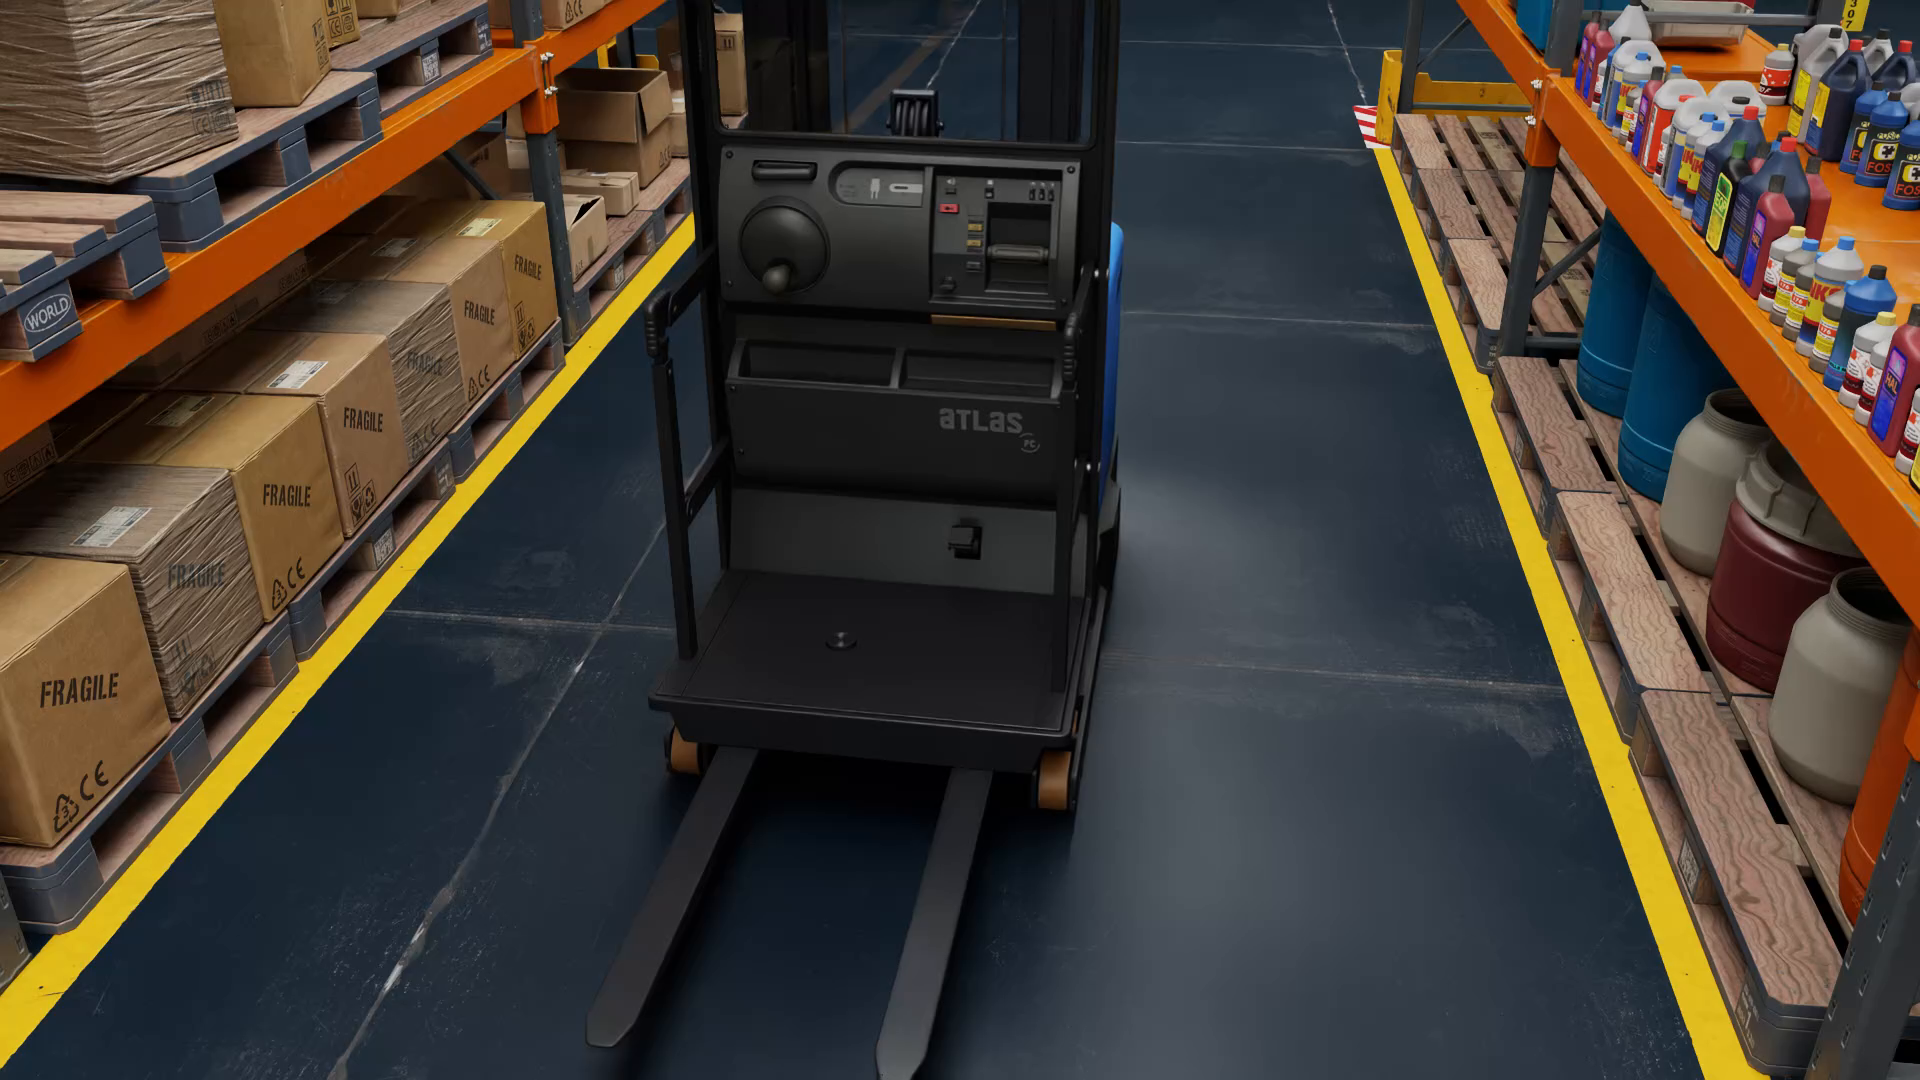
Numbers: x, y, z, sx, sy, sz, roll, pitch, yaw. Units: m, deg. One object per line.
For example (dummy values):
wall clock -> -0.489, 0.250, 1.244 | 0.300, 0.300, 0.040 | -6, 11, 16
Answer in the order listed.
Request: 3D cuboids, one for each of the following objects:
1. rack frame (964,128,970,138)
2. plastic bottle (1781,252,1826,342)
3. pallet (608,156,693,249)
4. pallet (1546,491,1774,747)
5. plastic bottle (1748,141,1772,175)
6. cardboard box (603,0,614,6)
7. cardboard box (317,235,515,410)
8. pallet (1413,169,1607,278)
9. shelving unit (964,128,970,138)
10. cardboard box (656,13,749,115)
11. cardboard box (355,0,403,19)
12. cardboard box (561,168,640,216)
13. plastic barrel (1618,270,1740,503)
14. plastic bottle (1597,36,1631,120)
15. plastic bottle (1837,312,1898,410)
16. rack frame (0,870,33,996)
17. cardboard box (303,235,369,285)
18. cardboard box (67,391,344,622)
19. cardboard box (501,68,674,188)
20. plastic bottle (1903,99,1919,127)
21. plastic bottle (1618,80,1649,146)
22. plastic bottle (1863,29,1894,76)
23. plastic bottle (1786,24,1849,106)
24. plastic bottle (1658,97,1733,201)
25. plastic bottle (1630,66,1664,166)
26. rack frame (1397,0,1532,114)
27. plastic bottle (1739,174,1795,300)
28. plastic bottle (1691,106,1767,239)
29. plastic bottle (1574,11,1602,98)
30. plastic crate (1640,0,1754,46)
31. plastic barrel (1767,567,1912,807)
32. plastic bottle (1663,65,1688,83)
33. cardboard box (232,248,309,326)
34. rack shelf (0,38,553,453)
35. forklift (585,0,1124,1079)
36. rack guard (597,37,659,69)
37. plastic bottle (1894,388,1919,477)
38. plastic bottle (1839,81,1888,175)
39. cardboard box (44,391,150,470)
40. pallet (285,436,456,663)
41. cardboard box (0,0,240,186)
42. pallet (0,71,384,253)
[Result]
rack frame -> 0.134, -0.936, 6.223 | 0.240, 1.200, 0.015 | 4, 29, 8
plastic bottle -> 1.974, -0.563, 3.842 | 0.097, 0.201, 0.097 | 0, 28, 0
pallet -> -1.966, -1.888, 9.032 | 1.003, 0.211, 1.213 | 3, 28, 6
pallet -> 2.435, 0.237, 5.087 | 1.003, 0.211, 1.213 | 3, 28, 6
plastic bottle -> 2.093, -0.892, 4.367 | 0.061, 0.283, 0.133 | 3, 28, 6
cardboard box -> -1.805, -2.726, 7.542 | 0.500, 0.500, 0.500 | 4, 29, 7
cardboard box -> -2.043, -0.829, 6.298 | 0.500, 0.500, 0.500 | 3, 29, 6
pallet -> 2.916, -1.624, 8.542 | 1.003, 0.211, 1.213 | 3, 28, 6
shelving unit -> 0.095, -0.822, 6.011 | 0.258, 1.200, 0.503 | 4, 29, 8
cardboard box -> -1.530, -2.923, 10.184 | 0.500, 0.500, 0.500 | 3, 28, 6
cardboard box -> -2.478, -2.236, 6.189 | 0.700, 0.500, 0.500 | -6, 29, -11
cardboard box -> -1.836, -1.756, 8.370 | 0.380, 0.166, 0.250 | 3, 28, 6
plastic barrel -> 2.547, -0.600, 5.470 | 0.600, 0.901, 0.708 | 3, 28, 6
plastic bottle -> 2.225, -1.559, 5.616 | 0.097, 0.271, 0.097 | 0, 28, 0
plastic bottle -> 1.926, -0.380, 3.502 | 0.097, 0.201, 0.097 | 0, 28, 0
rack frame -> -2.688, -0.334, 3.207 | 1.000, 3.000, 0.127 | 3, 28, 6
cardboard box -> -2.553, -0.845, 6.327 | 0.500, 0.500, 0.500 | 4, 29, 7
cardboard box -> -2.224, -0.107, 4.958 | 0.500, 0.500, 0.500 | 3, 28, 6
cardboard box -> -1.973, -2.196, 8.832 | 0.797, 0.503, 0.637 | 3, 28, 6
plastic bottle -> 2.867, -1.196, 4.937 | 0.152, 0.276, 0.135 | 3, 28, 6
plastic bottle -> 2.185, -1.373, 5.345 | 0.097, 0.201, 0.097 | 0, 28, 0
plastic bottle -> 2.930, -1.454, 5.338 | 0.144, 0.351, 0.185 | 3, 28, 6
plastic bottle -> 2.990, -1.668, 5.815 | 0.152, 0.276, 0.135 | 3, 28, 6
plastic bottle -> 2.141, -1.132, 4.819 | 0.152, 0.276, 0.135 | 3, 28, 6
plastic bottle -> 2.141, -1.310, 5.142 | 0.061, 0.283, 0.133 | 3, 28, 6
rack frame -> 3.208, -3.810, 9.659 | 1.000, 3.000, 0.127 | 3, 28, 6
plastic bottle -> 1.994, -0.746, 4.095 | 0.061, 0.283, 0.133 | 3, 28, 6
plastic bottle -> 2.094, -0.998, 4.492 | 0.144, 0.351, 0.185 | 3, 28, 6
plastic bottle -> 2.249, -1.728, 5.918 | 0.061, 0.283, 0.133 | 3, 28, 6
plastic crate -> 2.917, -2.048, 6.604 | 0.396, 0.136, 0.243 | 3, 28, 6
plastic barrel -> 2.251, 0.364, 4.092 | 0.421, 0.512, 0.421 | 0, 28, 0
plastic bottle -> 2.364, -1.473, 5.531 | 0.097, 0.201, 0.097 | 0, 28, 0
cardboard box -> -2.622, -0.956, 5.743 | 0.500, 0.250, 0.500 | 3, 29, 6
rack shelf -> -2.443, -0.959, 5.125 | 1.077, 0.370, 4.000 | 3, 28, 6
forklift -> -0.193, -0.754, 4.059 | 1.130, 2.935, 3.031 | 4, 29, 8
rack guard -> -1.717, -2.963, 10.724 | 1.175, 0.500, 0.348 | 3, 28, 6
plastic bottle -> 1.886, -0.225, 3.215 | 0.097, 0.201, 0.097 | 0, 28, 0
plastic bottle -> 2.758, -1.255, 5.053 | 0.097, 0.271, 0.097 | 0, 28, 0
cardboard box -> -2.743, -0.125, 4.990 | 0.500, 0.500, 0.500 | 2, 28, 4
pallet -> -2.407, -0.028, 5.580 | 1.003, 0.211, 1.213 | 3, 28, 6
cardboard box -> -2.421, -1.285, 4.425 | 0.700, 0.500, 0.500 | 9, 30, 16
pallet -> -2.454, -1.165, 4.952 | 1.003, 0.211, 1.213 | 3, 28, 6
